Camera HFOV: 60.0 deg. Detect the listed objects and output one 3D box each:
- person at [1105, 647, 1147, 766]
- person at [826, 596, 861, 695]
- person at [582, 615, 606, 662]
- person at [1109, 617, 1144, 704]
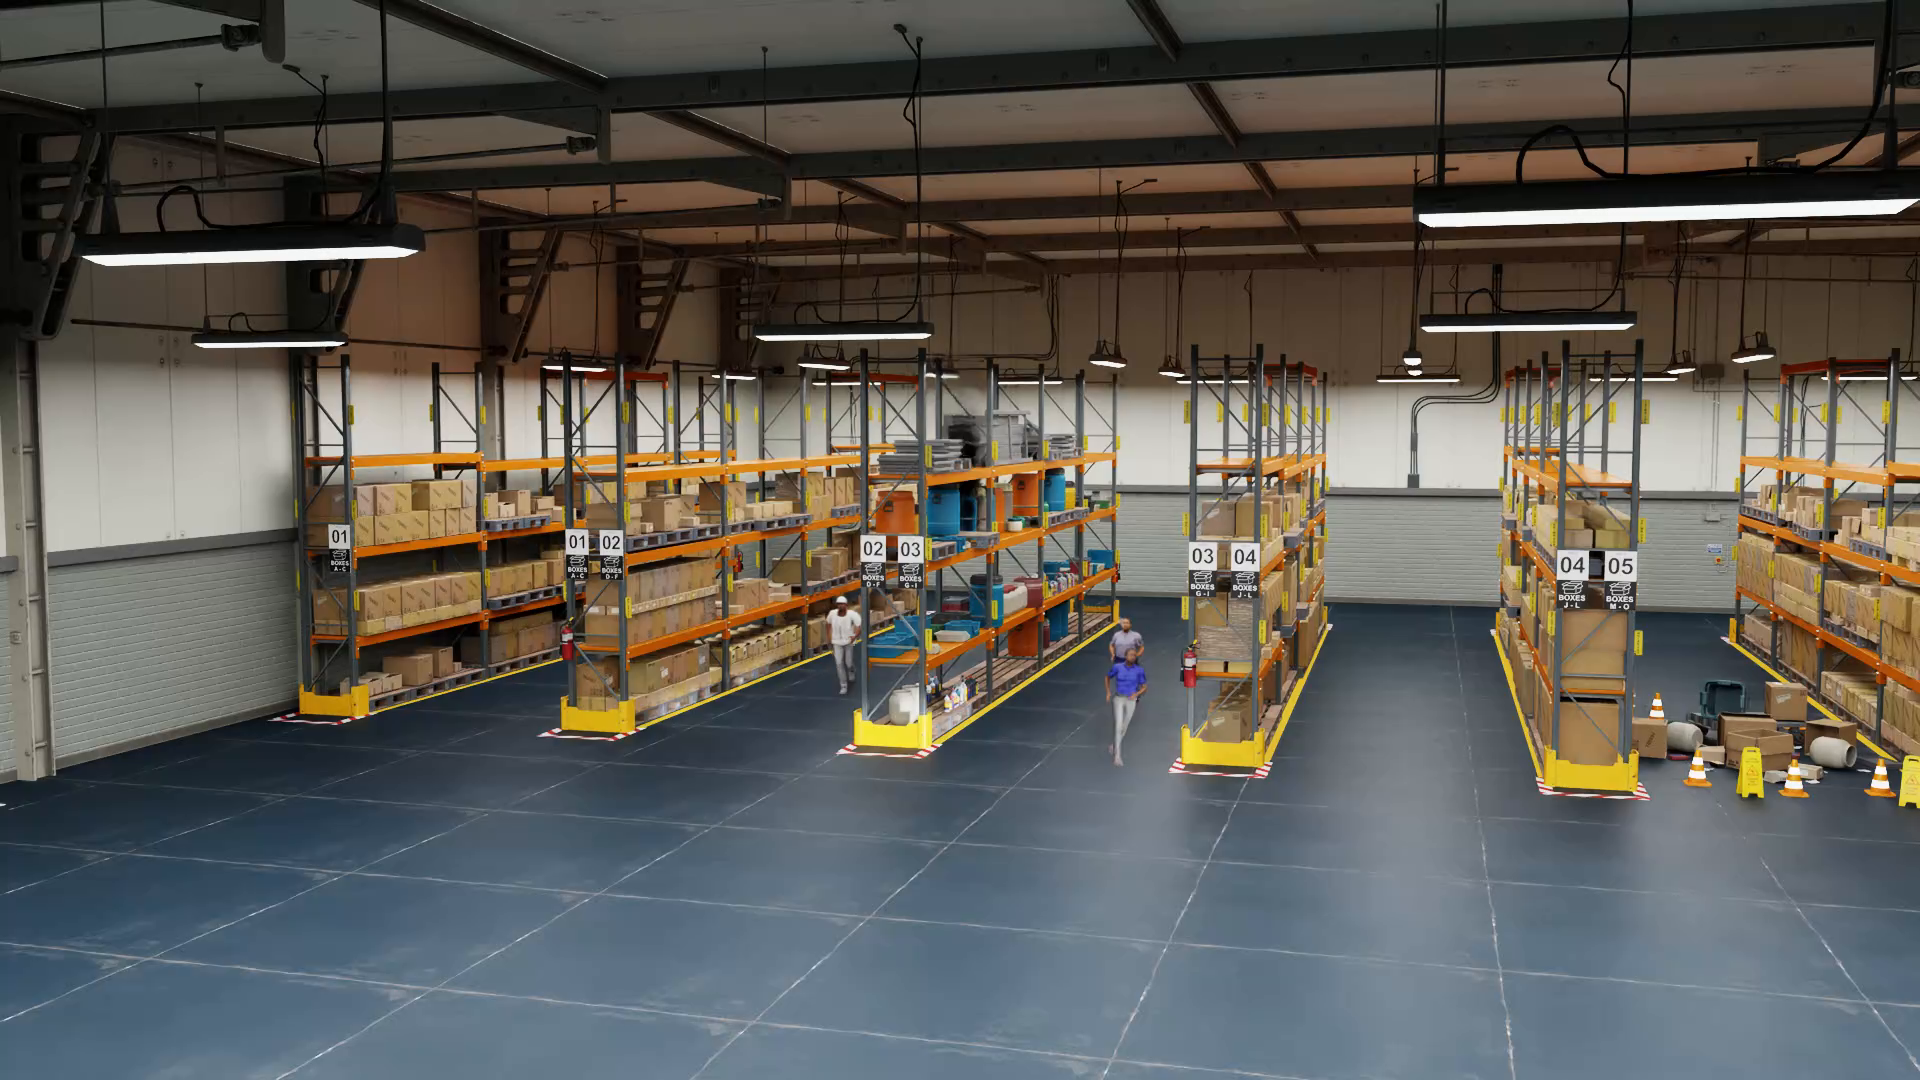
[{"bbox_3d":[2.409,2.383,24.144,0.597,1.664,0.802,0,4,-5],"label":"person"},{"bbox_3d":[-2.101,1.880,30.164,0.726,1.749,0.898,1,4,10],"label":"person"},{"bbox_3d":[-6.586,1.817,30.628,0.693,1.828,0.922,1,4,12],"label":"person"},{"bbox_3d":[2.801,2.097,28.097,0.608,1.595,0.580,1,4,14],"label":"person"}]
